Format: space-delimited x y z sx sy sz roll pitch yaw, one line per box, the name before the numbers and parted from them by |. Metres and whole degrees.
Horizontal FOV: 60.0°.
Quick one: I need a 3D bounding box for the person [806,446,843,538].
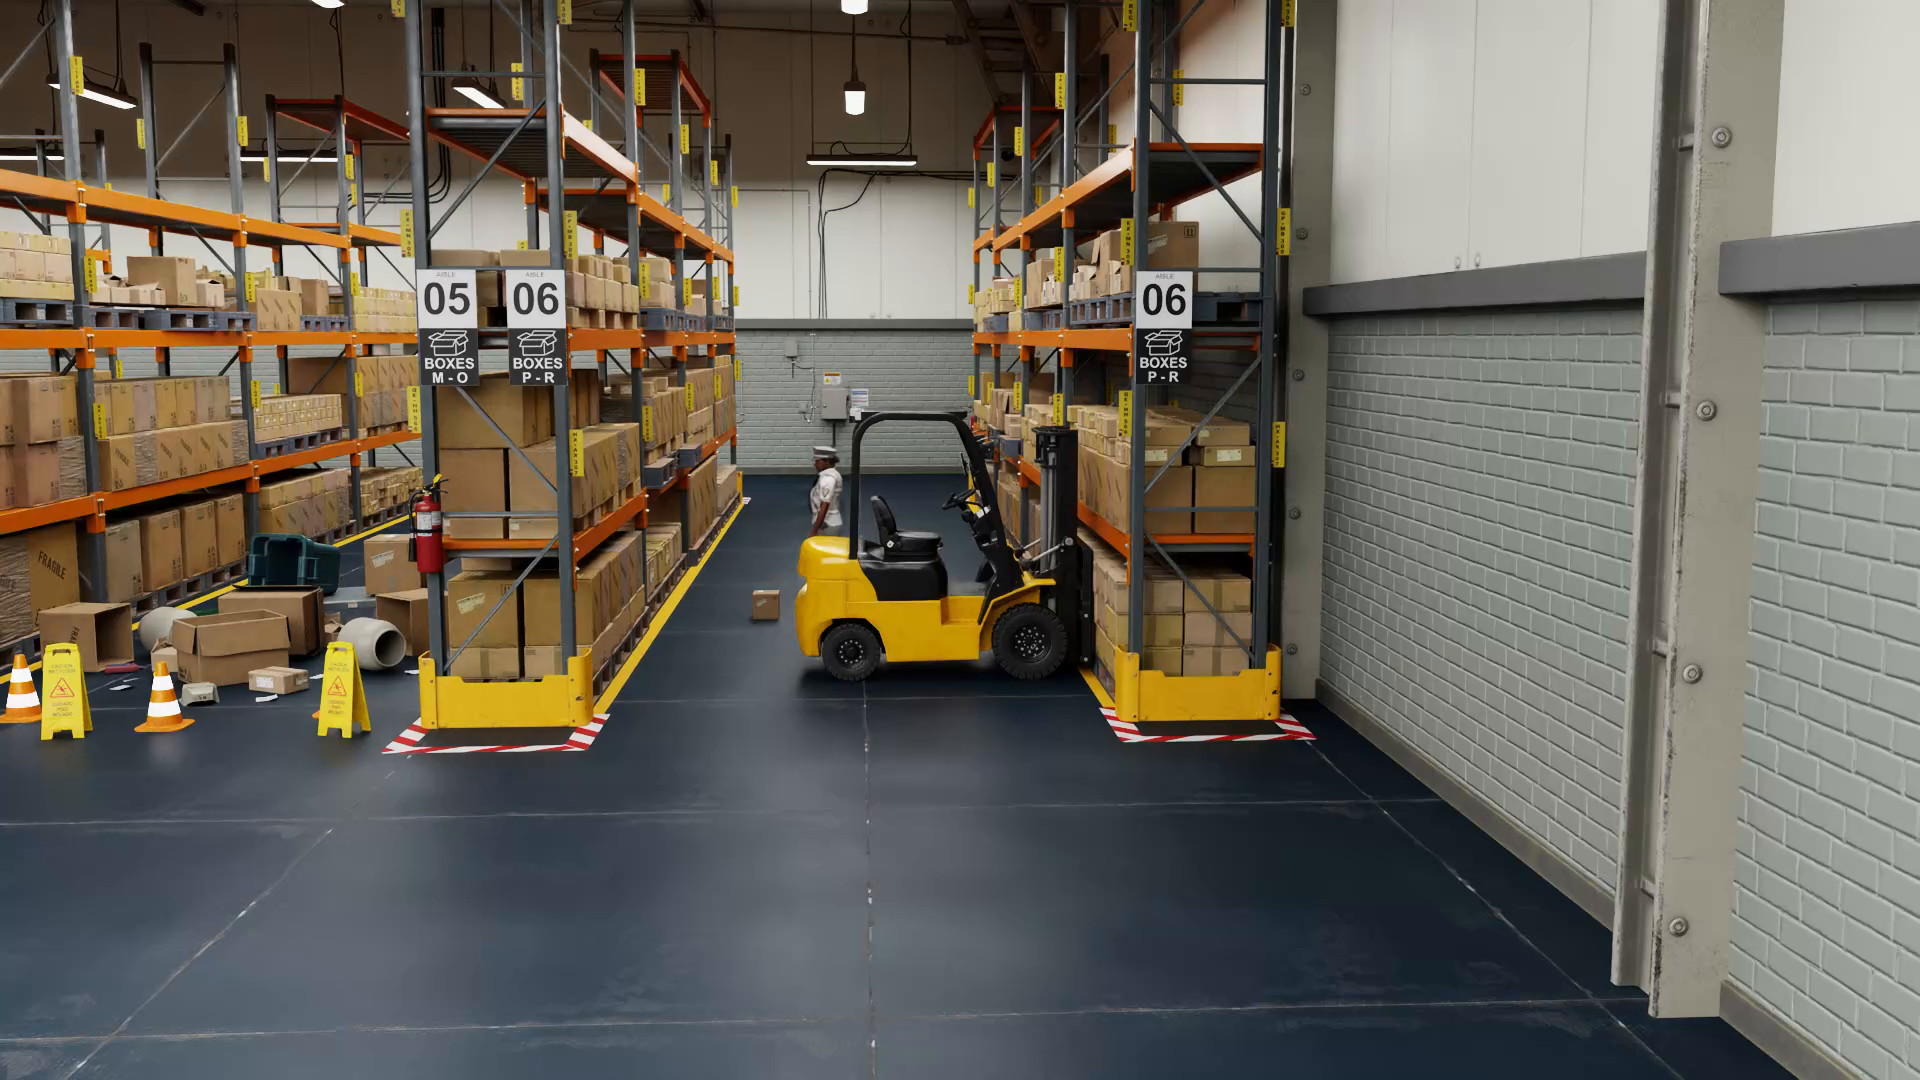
person | -1.332 -0.053 16.320 0.372 1.742 0.508 0 7 0
